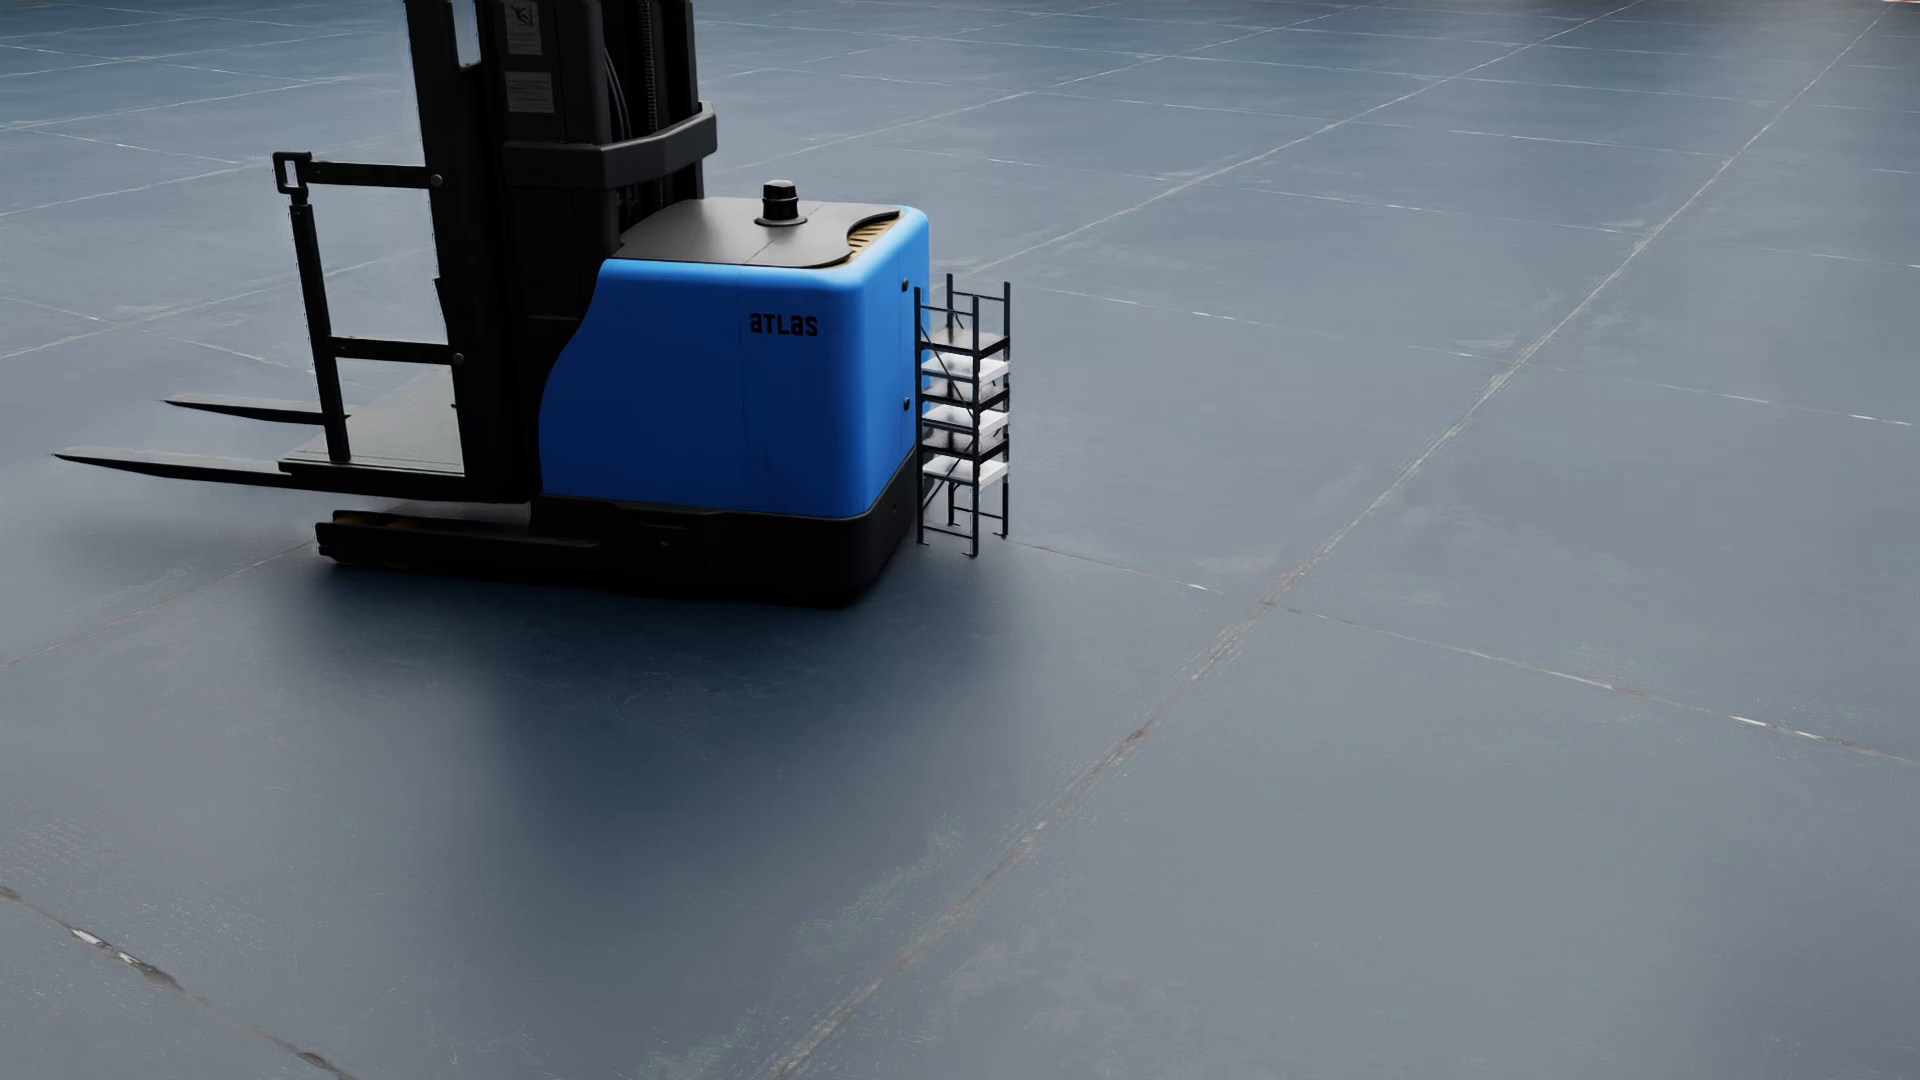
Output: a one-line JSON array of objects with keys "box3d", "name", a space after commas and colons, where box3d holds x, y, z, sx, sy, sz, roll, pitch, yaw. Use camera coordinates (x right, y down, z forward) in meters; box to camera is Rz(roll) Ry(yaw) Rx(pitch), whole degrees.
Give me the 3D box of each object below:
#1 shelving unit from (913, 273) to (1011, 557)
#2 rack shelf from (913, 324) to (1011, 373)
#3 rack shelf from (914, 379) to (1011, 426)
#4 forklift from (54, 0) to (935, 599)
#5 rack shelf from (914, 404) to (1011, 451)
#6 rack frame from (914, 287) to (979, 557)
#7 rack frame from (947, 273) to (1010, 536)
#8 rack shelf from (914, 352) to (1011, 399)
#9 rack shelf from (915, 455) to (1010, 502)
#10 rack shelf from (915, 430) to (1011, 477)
[{"box3d": [0.009, -0.416, 5.577, 0.258, 0.900, 0.210, 13, 27, 28], "name": "shelving unit"}, {"box3d": [0.008, -0.633, 5.483, 0.258, 0.077, 0.200, 13, 27, 28], "name": "rack shelf"}, {"box3d": [0.009, -0.468, 5.554, 0.258, 0.077, 0.200, 13, 27, 28], "name": "rack shelf"}, {"box3d": [-1.663, -1.445, 5.398, 3.031, 2.935, 1.130, 5, 24, 11], "name": "forklift"}, {"box3d": [0.009, -0.385, 5.590, 0.258, 0.077, 0.200, 13, 27, 28], "name": "rack shelf"}, {"box3d": [-0.043, -0.381, 5.497, 0.240, 0.900, 0.006, 13, 27, 28], "name": "rack frame"}, {"box3d": [0.061, -0.451, 5.657, 0.240, 0.900, 0.006, 13, 27, 28], "name": "rack frame"}, {"box3d": [0.009, -0.551, 5.518, 0.258, 0.077, 0.200, 13, 27, 28], "name": "rack shelf"}, {"box3d": [0.010, -0.220, 5.661, 0.258, 0.077, 0.200, 13, 27, 28], "name": "rack shelf"}, {"box3d": [0.010, -0.303, 5.625, 0.258, 0.077, 0.200, 13, 27, 28], "name": "rack shelf"}]
